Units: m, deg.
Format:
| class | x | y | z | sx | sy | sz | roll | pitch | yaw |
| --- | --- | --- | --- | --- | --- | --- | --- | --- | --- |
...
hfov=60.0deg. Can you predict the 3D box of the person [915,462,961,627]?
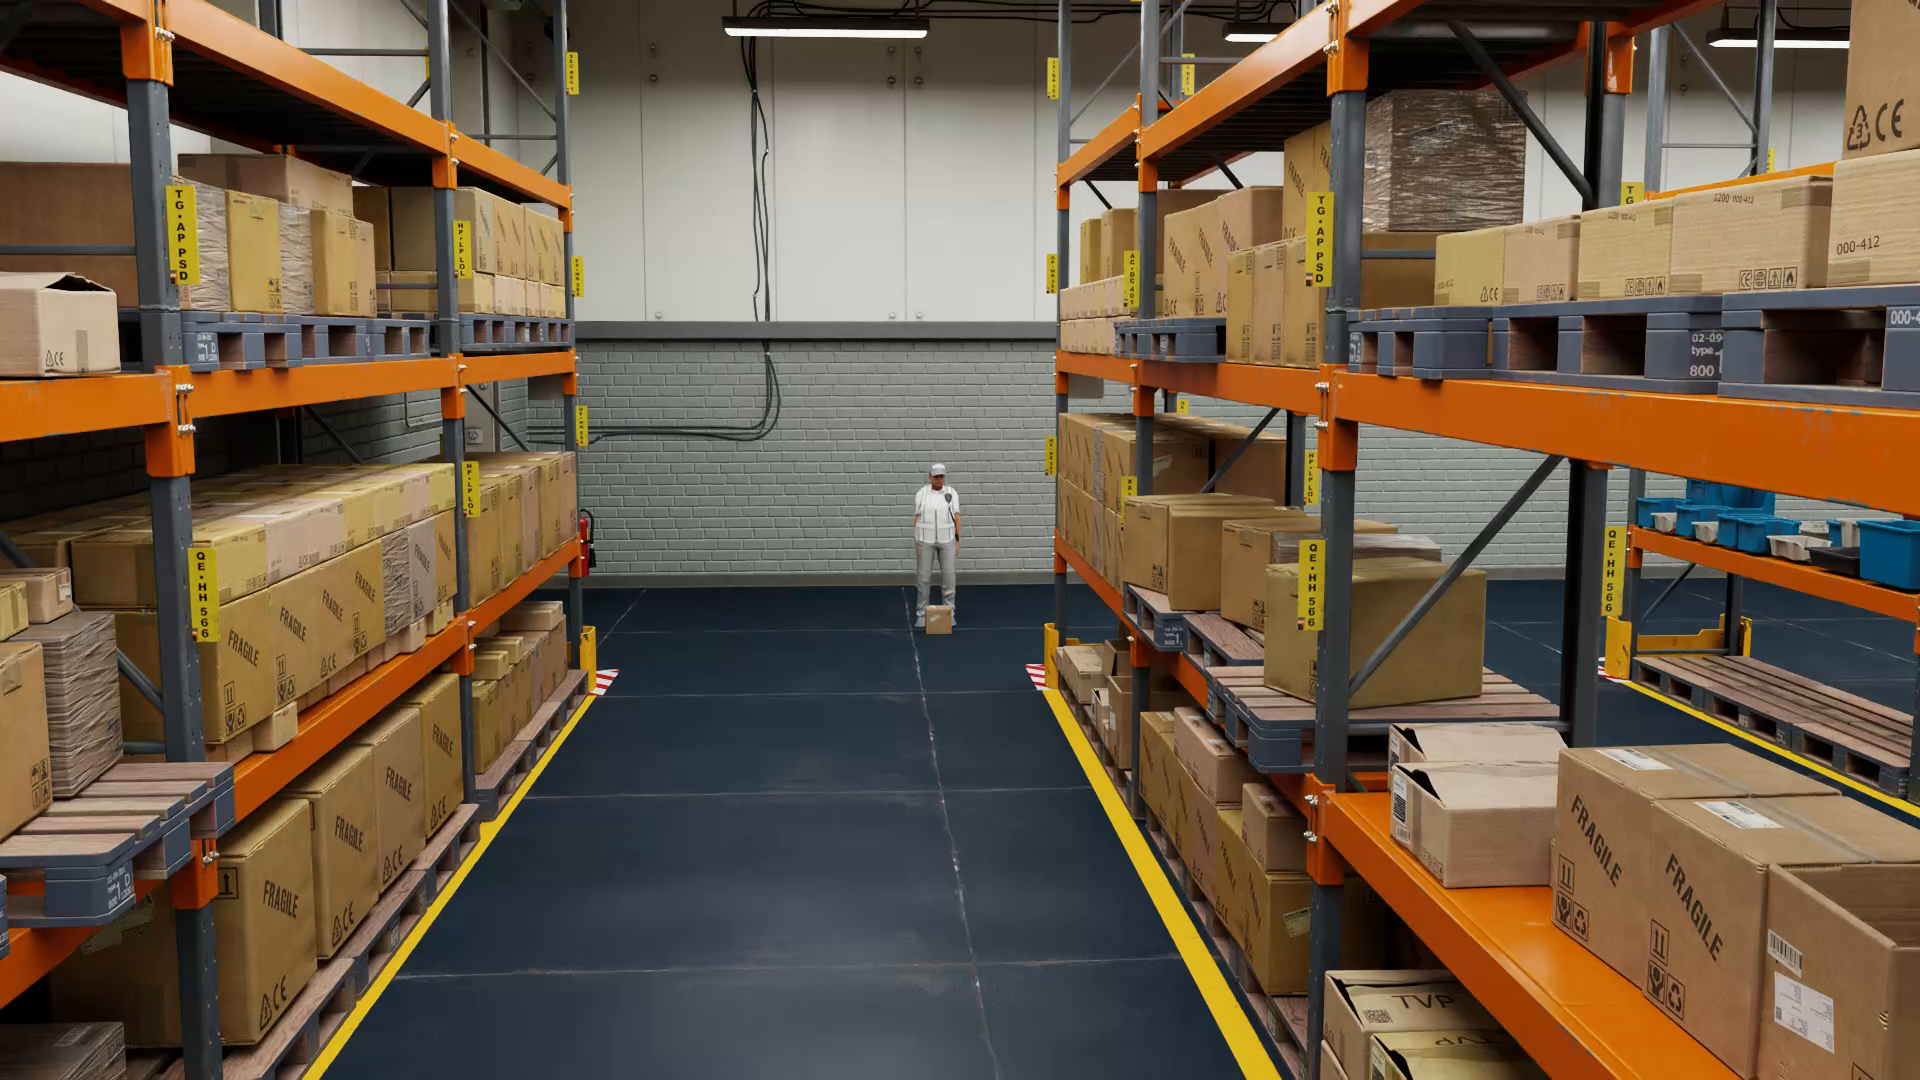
| class | x | y | z | sx | sy | sz | roll | pitch | yaw |
| --- | --- | --- | --- | --- | --- | --- | --- | --- | --- |
| person | -0.227 | 0.044 | 16.935 | 0.468 | 1.668 | 0.390 | 0 | 7 | -2 |
